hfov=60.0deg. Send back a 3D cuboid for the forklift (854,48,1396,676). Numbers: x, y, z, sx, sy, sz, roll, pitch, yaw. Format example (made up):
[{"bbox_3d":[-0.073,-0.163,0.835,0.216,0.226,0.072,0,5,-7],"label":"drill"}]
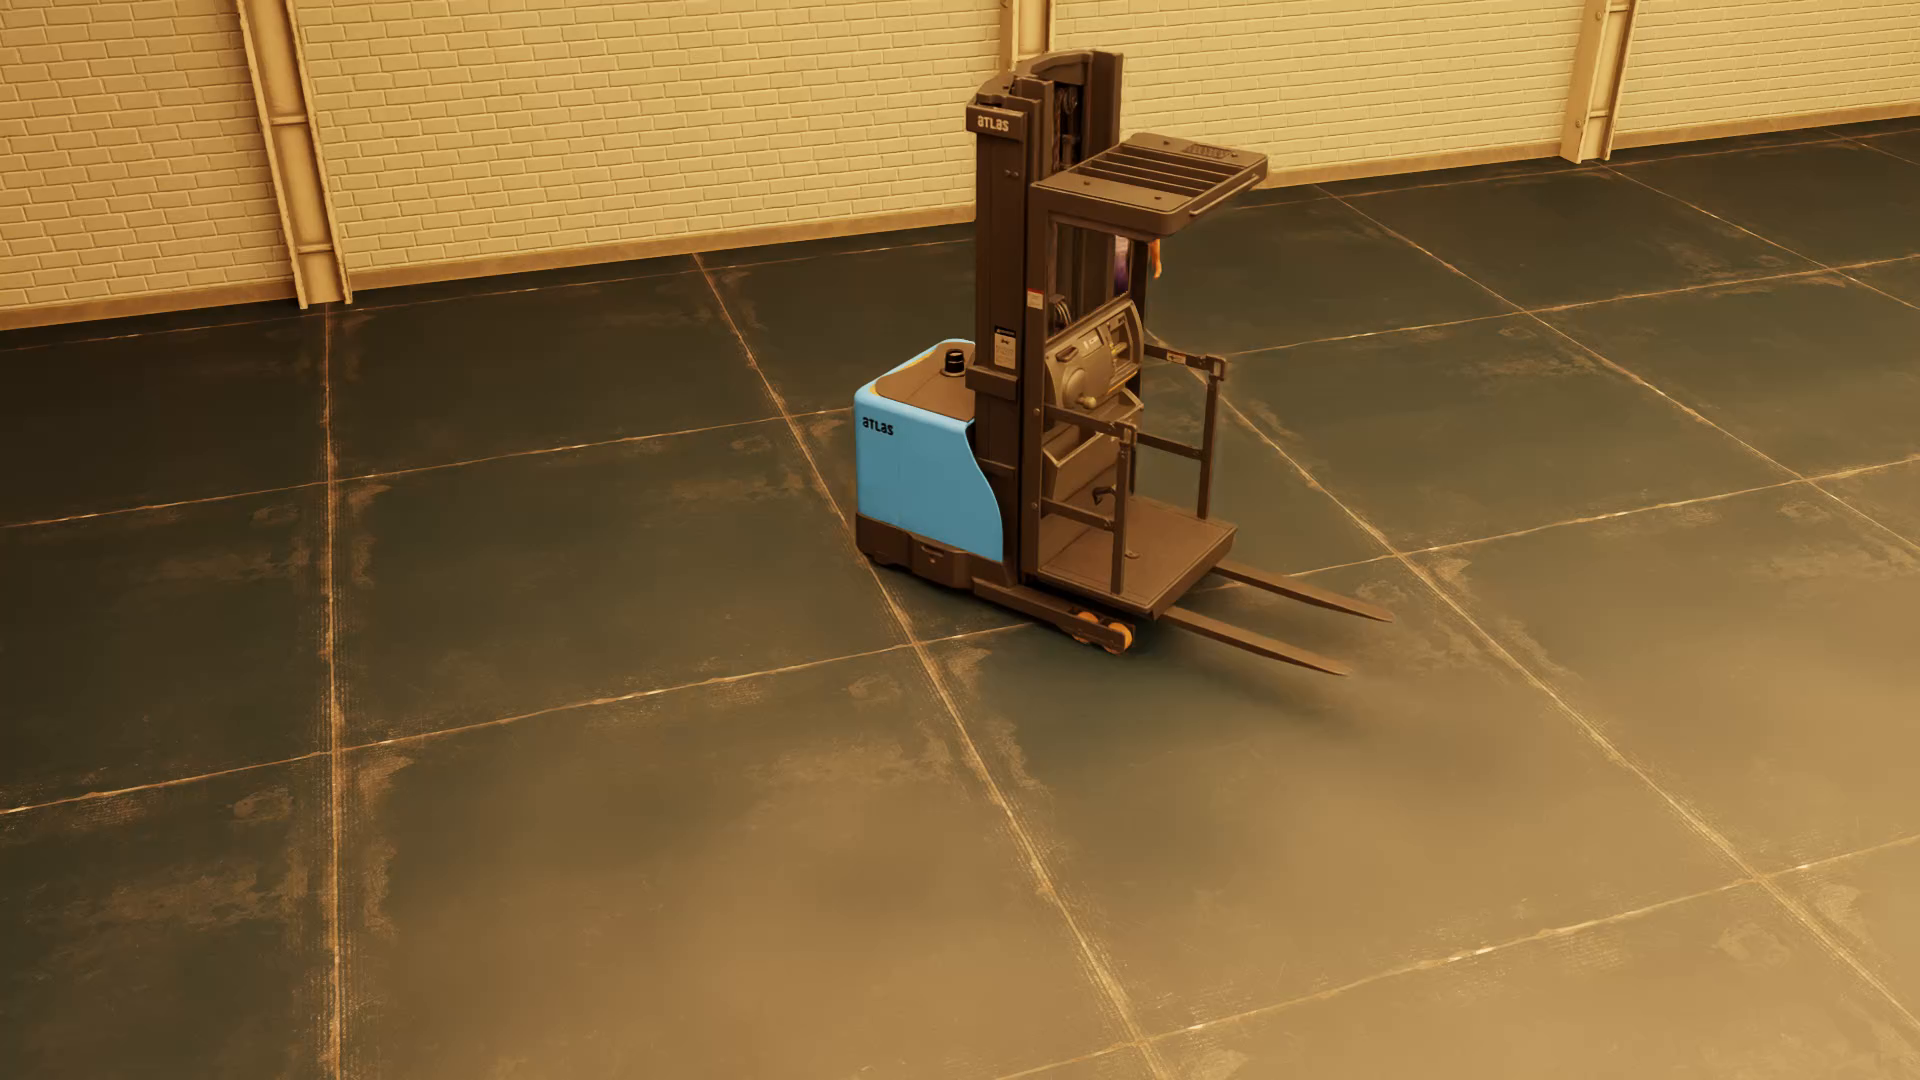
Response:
[{"bbox_3d":[0.891,-0.958,8.752,3.031,2.935,1.130,19,35,29],"label":"forklift"}]

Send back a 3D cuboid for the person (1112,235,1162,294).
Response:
[{"bbox_3d":[1.018,-1.913,11.765,0.796,1.661,0.465,6,30,10],"label":"person"}]
